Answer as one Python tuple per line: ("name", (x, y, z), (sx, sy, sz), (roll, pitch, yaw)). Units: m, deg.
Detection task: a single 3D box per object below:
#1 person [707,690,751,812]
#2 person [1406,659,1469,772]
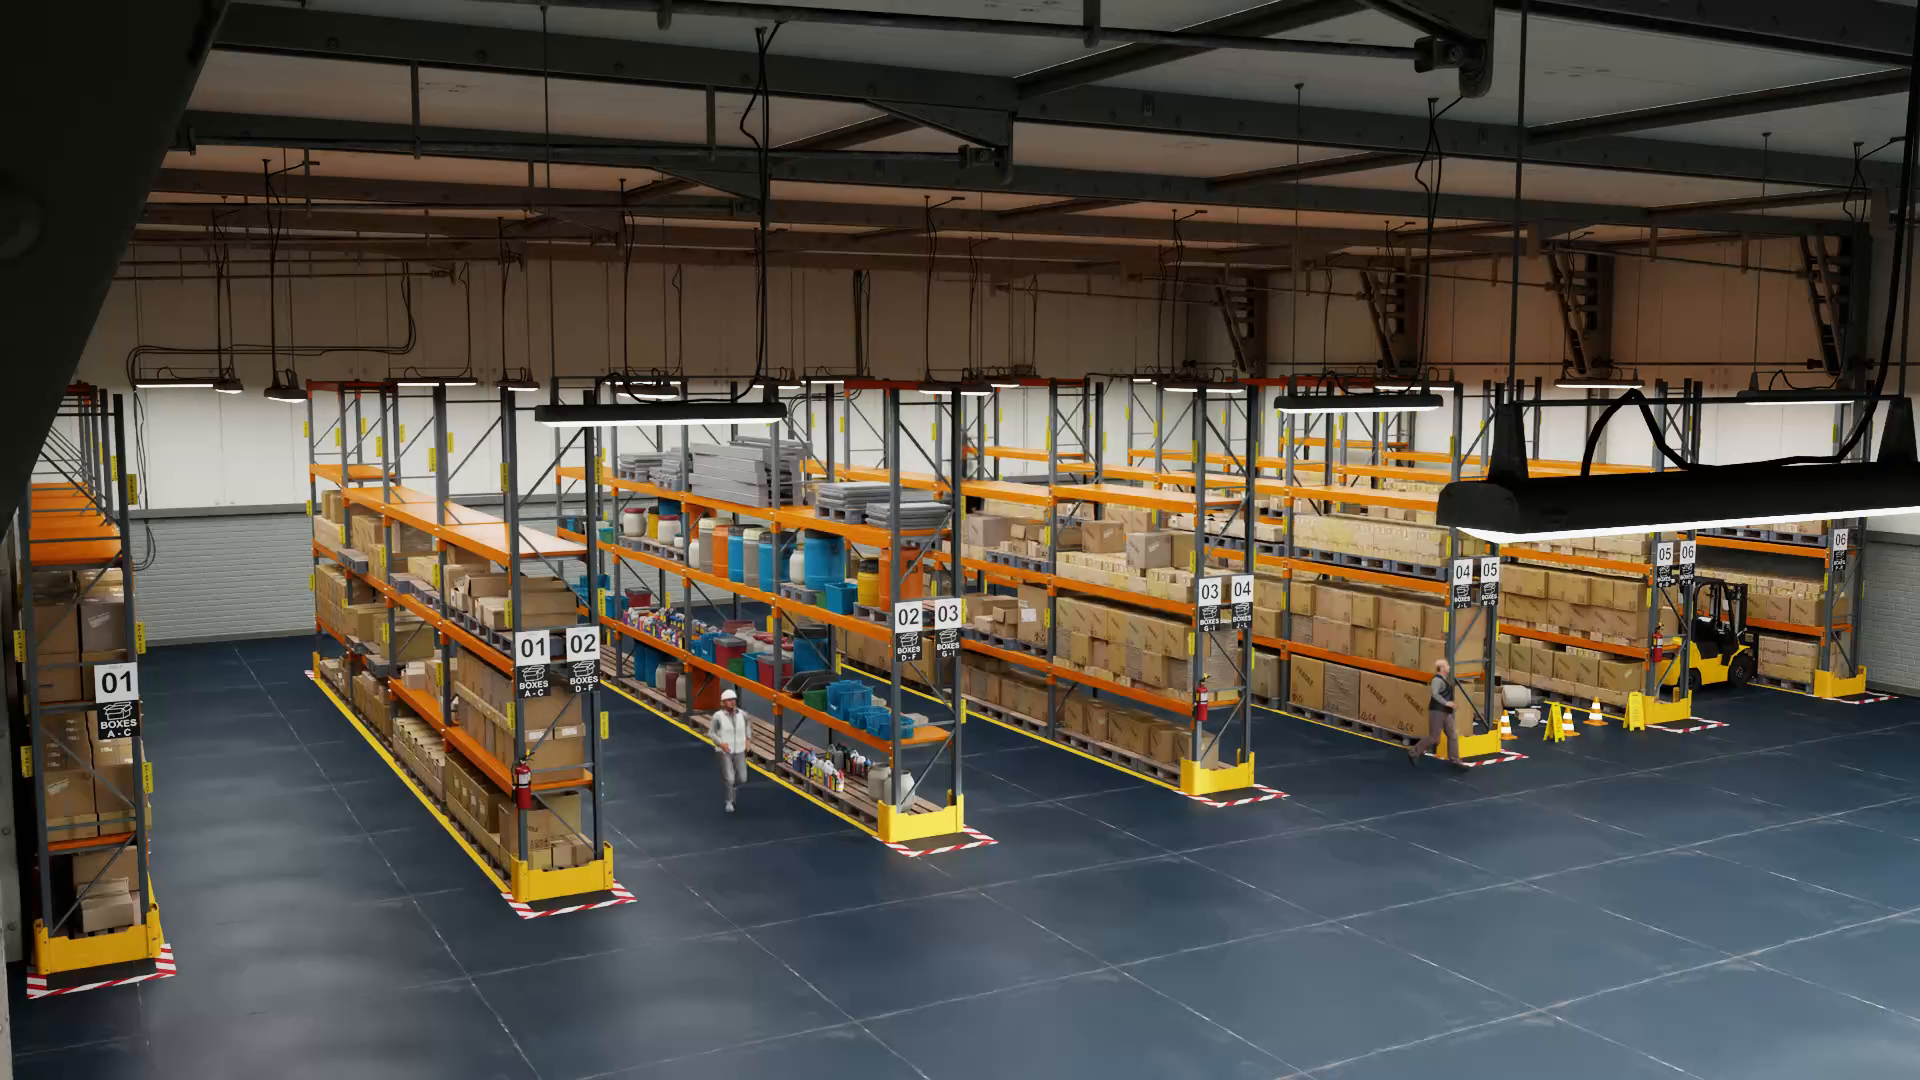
("person", (-3.244, 2.970, 23.574), (0.692, 1.731, 0.599), (-4, 7, -31))
("person", (7.526, 2.719, 25.950), (0.946, 1.706, 0.725), (3, 7, 29))
